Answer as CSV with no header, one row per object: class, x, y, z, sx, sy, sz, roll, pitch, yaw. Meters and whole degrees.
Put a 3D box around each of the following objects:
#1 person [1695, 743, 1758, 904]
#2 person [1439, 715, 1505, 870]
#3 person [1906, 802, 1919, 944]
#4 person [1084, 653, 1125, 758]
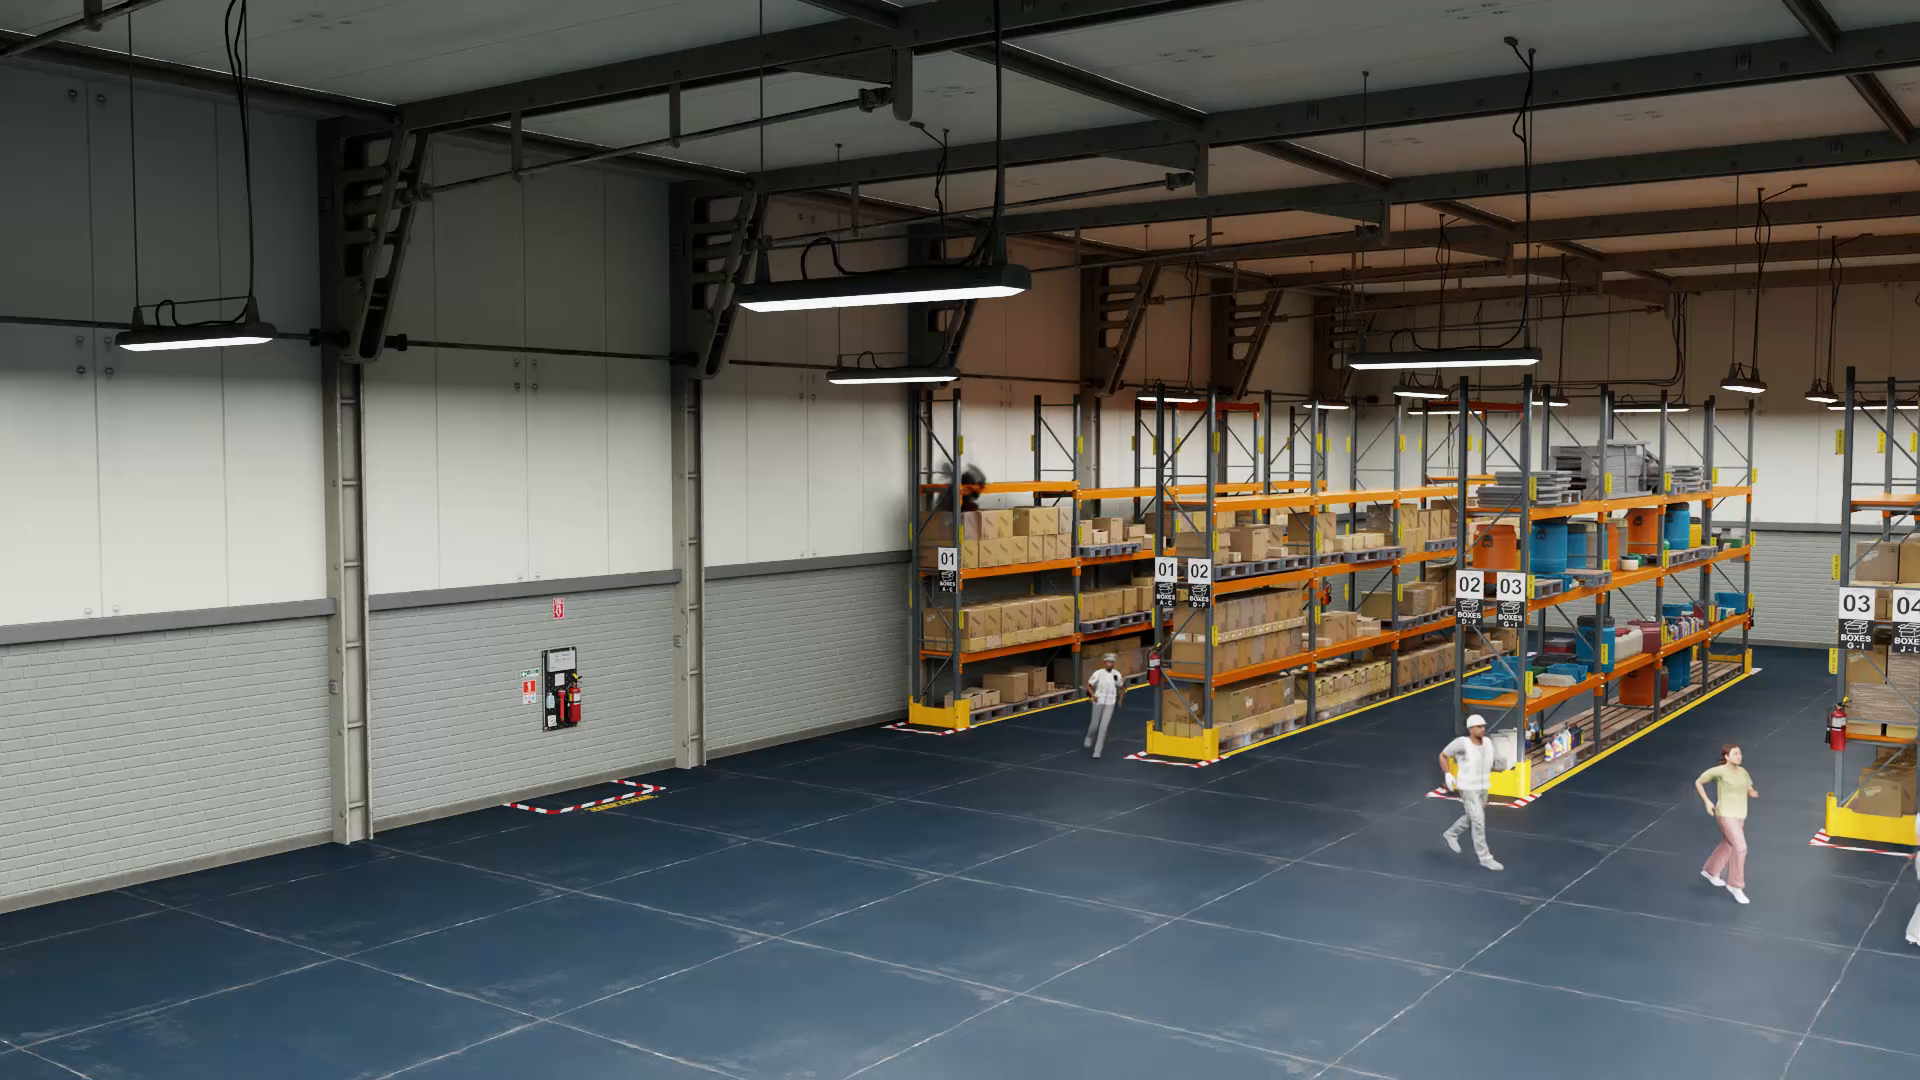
person,8.544,3.109,18.496,0.549,1.718,0.752,-1,4,-24
person,6.097,2.948,19.769,0.683,1.769,1.004,-2,4,-28
person,9.678,3.235,16.423,0.548,1.656,0.616,-2,4,-26
person,2.356,2.645,26.864,0.642,1.646,0.828,0,3,-2
